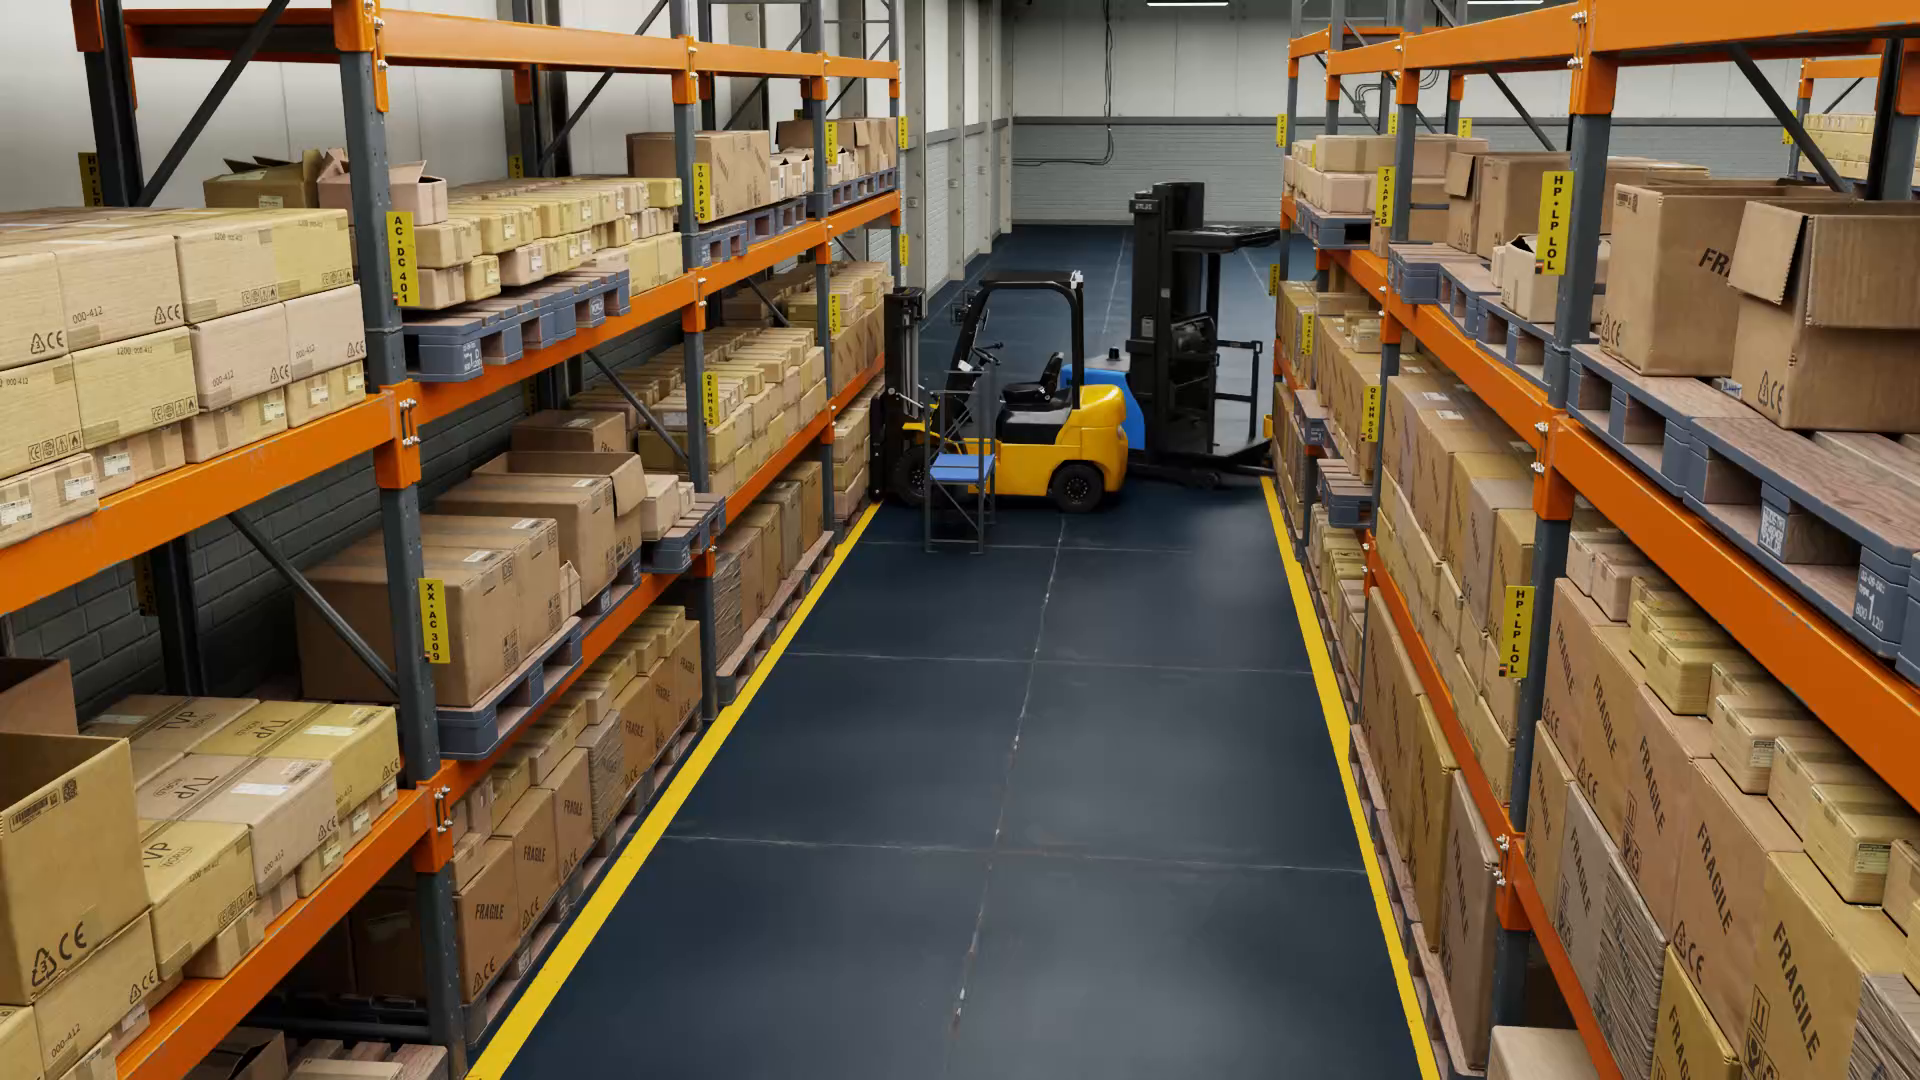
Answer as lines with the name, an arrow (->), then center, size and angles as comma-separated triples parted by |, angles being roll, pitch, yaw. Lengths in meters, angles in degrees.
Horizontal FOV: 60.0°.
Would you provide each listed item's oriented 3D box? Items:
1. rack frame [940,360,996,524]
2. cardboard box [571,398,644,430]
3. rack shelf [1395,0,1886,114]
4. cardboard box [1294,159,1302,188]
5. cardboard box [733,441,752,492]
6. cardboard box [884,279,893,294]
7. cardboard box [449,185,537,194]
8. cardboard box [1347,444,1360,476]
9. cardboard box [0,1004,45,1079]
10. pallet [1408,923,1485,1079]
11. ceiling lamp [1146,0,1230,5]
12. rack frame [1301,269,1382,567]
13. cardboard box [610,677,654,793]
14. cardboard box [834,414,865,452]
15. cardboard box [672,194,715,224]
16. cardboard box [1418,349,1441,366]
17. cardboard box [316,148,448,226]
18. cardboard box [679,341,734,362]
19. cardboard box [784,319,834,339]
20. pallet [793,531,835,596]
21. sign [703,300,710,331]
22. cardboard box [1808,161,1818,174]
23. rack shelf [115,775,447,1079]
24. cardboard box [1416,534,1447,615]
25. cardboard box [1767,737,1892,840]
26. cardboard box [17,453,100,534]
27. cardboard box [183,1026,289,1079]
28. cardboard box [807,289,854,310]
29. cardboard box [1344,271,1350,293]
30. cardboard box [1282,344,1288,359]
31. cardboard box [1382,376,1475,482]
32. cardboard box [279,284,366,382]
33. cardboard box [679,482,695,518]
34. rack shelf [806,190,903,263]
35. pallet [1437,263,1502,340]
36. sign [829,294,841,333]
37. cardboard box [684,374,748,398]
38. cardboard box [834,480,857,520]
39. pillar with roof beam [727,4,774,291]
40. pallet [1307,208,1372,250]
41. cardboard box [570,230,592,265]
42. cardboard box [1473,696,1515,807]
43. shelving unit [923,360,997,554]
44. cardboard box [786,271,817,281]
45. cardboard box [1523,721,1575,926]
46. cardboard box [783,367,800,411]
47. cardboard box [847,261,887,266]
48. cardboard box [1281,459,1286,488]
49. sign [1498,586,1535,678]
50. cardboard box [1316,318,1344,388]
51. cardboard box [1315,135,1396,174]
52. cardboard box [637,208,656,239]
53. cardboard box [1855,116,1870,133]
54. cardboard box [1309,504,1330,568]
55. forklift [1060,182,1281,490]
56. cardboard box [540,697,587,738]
rack frame -> 0.067, -0.878, 15.036 | 0.500, 1.500, 0.032 | 2, 15, 6
cardboard box -> -2.200, -0.785, 10.385 | 0.380, 0.149, 0.250 | 2, 15, 8
rack shelf -> 2.671, -2.025, 7.056 | 1.077, 0.370, 4.000 | 2, 15, 6
cardboard box -> 3.378, -3.395, 15.441 | 0.500, 0.250, 0.500 | 2, 15, 8
cardboard box -> -1.681, -0.499, 11.049 | 0.500, 0.250, 0.500 | 1, 15, 5
cardboard box -> -0.893, -2.604, 17.113 | 0.380, 0.149, 0.250 | 2, 15, 7
cardboard box -> -2.418, -1.758, 8.624 | 0.380, 0.149, 0.250 | 2, 15, 8
cardboard box -> 2.643, -0.500, 10.441 | 0.380, 0.149, 0.250 | 2, 15, 6
cardboard box -> -2.508, 1.298, 3.832 | 0.500, 0.250, 0.500 | 1, 15, 5
pallet -> 2.458, 1.993, 6.887 | 1.003, 0.211, 1.213 | 2, 15, 6
ceiling lamp -> 5.562, -14.607, 40.259 | 2.000, 3.185, 0.800 | 2, 15, 6
rack frame -> 3.349, -1.226, 13.448 | 1.000, 3.000, 0.127 | 2, 15, 6
cardboard box -> -1.993, 1.052, 9.010 | 0.500, 0.500, 0.500 | 2, 15, 9
cardboard box -> -1.150, -0.978, 15.078 | 0.500, 0.250, 0.500 | 2, 15, 6
cardboard box -> -1.694, -2.001, 10.021 | 0.380, 0.166, 0.250 | 2, 15, 6
cardboard box -> 3.283, -0.966, 10.922 | 0.500, 0.500, 0.500 | 2, 15, 7
cardboard box -> -2.106, -1.285, 6.044 | 0.396, 0.266, 0.258 | 2, 15, 6
cardboard box -> -1.956, -1.448, 12.836 | 0.380, 0.149, 0.250 | 2, 15, 6
cardboard box -> -1.287, -1.807, 14.165 | 0.380, 0.149, 0.250 | 1, 15, 5
pallet -> -1.628, 0.167, 13.639 | 1.003, 0.211, 1.213 | 2, 15, 6
sign -> -2.136, -1.843, 13.921 | 0.100, 0.325, 0.005 | 2, 15, 6
cardboard box -> 8.344, -3.576, 15.878 | 0.380, 0.149, 0.250 | 2, 15, 7
rack shelf -> -2.712, 1.570, 4.488 | 1.077, 0.370, 4.000 | 2, 15, 6
cardboard box -> 2.396, 0.161, 7.650 | 0.500, 0.250, 0.500 | 2, 15, 7
cardboard box -> 1.974, 0.543, 3.556 | 0.380, 0.149, 0.250 | 2, 15, 8
cardboard box -> -2.378, -0.121, 4.097 | 0.380, 0.149, 0.250 | 2, 15, 7
cardboard box -> -2.796, 1.964, 6.000 | 0.500, 0.311, 0.500 | 2, 15, 8
cardboard box -> -1.162, -2.151, 14.865 | 0.380, 0.149, 0.250 | 2, 15, 8
cardboard box -> 3.777, -2.269, 14.631 | 0.700, 0.500, 0.500 | 1, 15, 5
cardboard box -> 3.357, -1.863, 16.287 | 0.380, 0.149, 0.250 | 2, 15, 7
cardboard box -> 2.599, -0.598, 9.022 | 0.500, 0.500, 0.500 | 1, 15, 4
cardboard box -> -2.292, -0.683, 5.411 | 0.500, 0.250, 0.500 | 2, 15, 6
cardboard box -> -1.728, -0.233, 9.455 | 0.380, 0.149, 0.250 | 2, 15, 7
rack shelf -> -1.358, -2.990, 15.606 | 1.077, 0.370, 4.000 | 2, 15, 6
pallet -> 2.754, -1.086, 7.549 | 1.003, 0.211, 1.213 | 2, 15, 9
sign -> -1.044, -1.878, 13.795 | 0.100, 0.325, 0.005 | 2, 15, 6
cardboard box -> -1.659, -1.040, 11.327 | 0.380, 0.149, 0.250 | 2, 15, 7
cardboard box -> -1.200, -0.362, 14.718 | 0.500, 0.250, 0.500 | 2, 15, 7
pillar with roof beam -> 2.171, -5.024, 16.001 | 9.100, 9.000, 0.400 | 2, 15, 6
pallet -> 3.059, -2.157, 11.506 | 1.213, 0.211, 1.003 | 2, 15, 6
cardboard box -> -1.910, -1.339, 7.606 | 0.380, 0.149, 0.250 | 2, 15, 8
cardboard box -> 2.246, 0.798, 6.252 | 0.500, 0.250, 0.500 | 1, 15, 5
shelving unit -> 0.010, -0.746, 14.548 | 0.538, 1.500, 1.048 | 2, 15, 6
cardboard box -> -1.509, -2.564, 16.393 | 0.380, 0.149, 0.250 | 2, 15, 8
cardboard box -> 2.133, 0.915, 5.340 | 0.500, 0.500, 0.500 | 2, 15, 8
cardboard box -> -1.500, -1.139, 12.457 | 0.500, 0.250, 0.500 | 2, 15, 7
cardboard box -> -0.964, -2.814, 17.319 | 0.380, 0.149, 0.250 | 2, 15, 6
cardboard box -> 3.320, -0.663, 15.832 | 0.500, 0.250, 0.500 | 3, 15, 10
sign -> 1.906, 0.315, 5.684 | 0.100, 0.325, 0.005 | 2, 15, 6
cardboard box -> 2.955, -1.377, 12.443 | 0.500, 0.500, 0.500 | 2, 15, 6
cardboard box -> 2.838, -2.776, 11.960 | 0.500, 0.250, 0.500 | 1, 15, 5
cardboard box -> -1.885, -1.736, 9.112 | 0.380, 0.149, 0.250 | 1, 15, 5
cardboard box -> 8.231, -3.699, 14.808 | 0.380, 0.149, 0.250 | 2, 15, 6
cardboard box -> 3.292, -0.024, 13.233 | 0.950, 0.372, 0.625 | 2, 15, 7
forklift -> 2.532, -2.069, 16.697 | 3.031, 2.935, 1.130 | 10, 18, 33
cardboard box -> -2.095, 0.898, 8.335 | 0.380, 0.149, 0.250 | 2, 15, 6
